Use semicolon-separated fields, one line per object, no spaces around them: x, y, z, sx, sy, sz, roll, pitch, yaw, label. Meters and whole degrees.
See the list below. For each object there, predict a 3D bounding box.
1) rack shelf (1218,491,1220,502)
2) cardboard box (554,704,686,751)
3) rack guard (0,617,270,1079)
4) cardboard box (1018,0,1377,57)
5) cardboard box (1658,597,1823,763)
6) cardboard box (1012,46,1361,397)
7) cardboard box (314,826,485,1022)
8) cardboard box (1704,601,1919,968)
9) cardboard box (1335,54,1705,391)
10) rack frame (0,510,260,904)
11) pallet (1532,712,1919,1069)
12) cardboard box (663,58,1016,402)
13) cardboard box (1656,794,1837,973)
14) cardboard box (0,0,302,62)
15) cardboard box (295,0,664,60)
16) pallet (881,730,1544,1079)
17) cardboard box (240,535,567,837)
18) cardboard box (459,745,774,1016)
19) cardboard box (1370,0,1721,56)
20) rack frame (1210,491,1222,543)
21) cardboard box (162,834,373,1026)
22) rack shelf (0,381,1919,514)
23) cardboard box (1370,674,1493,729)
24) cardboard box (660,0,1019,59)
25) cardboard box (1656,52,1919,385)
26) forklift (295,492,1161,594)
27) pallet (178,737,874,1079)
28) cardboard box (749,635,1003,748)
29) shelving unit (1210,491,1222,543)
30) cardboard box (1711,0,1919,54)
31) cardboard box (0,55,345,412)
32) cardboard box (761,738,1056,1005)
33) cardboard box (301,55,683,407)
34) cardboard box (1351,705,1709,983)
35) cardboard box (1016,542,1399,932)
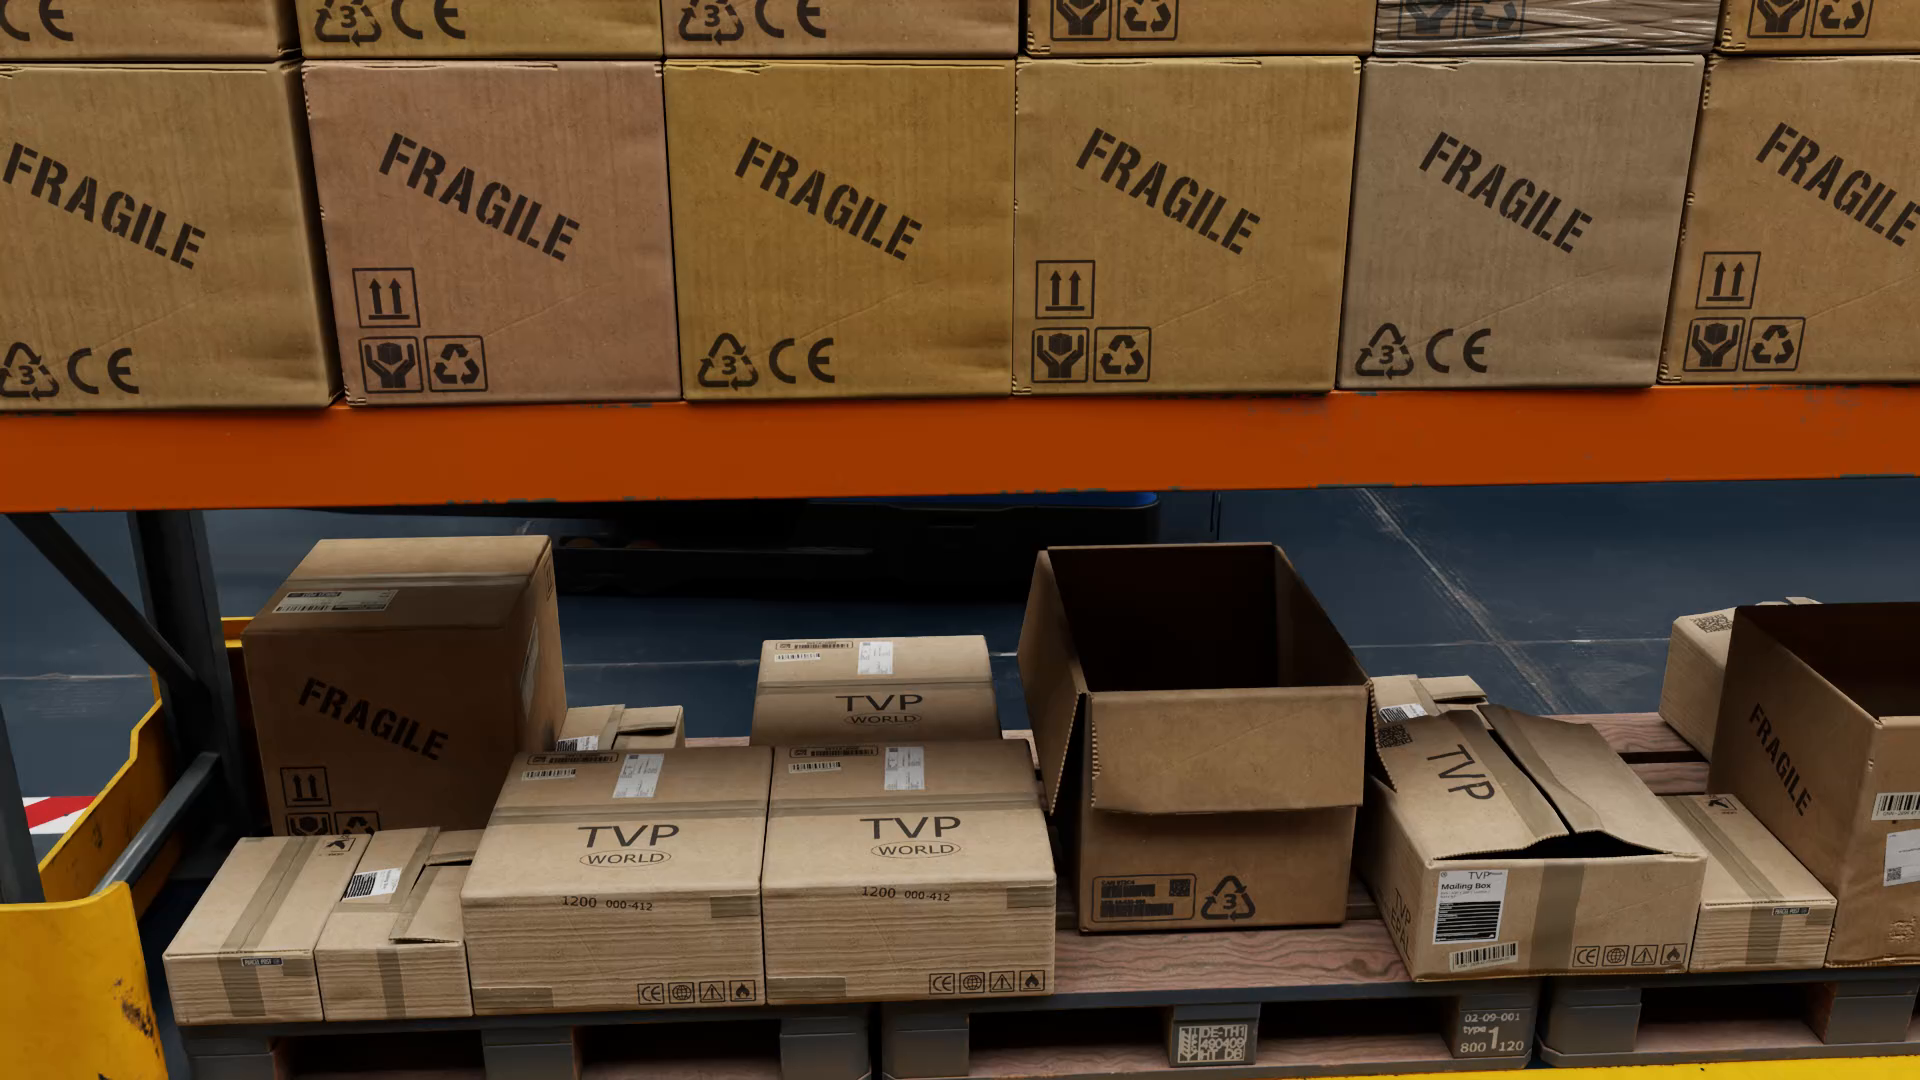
0.749;-0.206;5.496;0.200;0.077;0.258;1;21;3;rack shelf
-0.719;0.494;3.472;0.250;0.166;0.380;-1;21;-3;cardboard box
-1.581;0.617;3.299;0.348;0.500;1.175;-1;21;-3;rack guard
0.329;-1.012;2.517;0.500;0.500;0.500;-1;21;-4;cardboard box
1.905;0.351;3.643;0.500;0.311;0.500;-1;21;-3;cardboard box
0.316;-0.543;2.692;0.500;0.500;0.500;-1;21;-2;cardboard box
-0.970;0.677;2.991;0.250;0.166;0.380;-1;21;-3;cardboard box
1.784;0.444;3.135;0.500;0.500;0.500;-1;21;-3;cardboard box
0.825;-0.555;2.721;0.500;0.500;0.500;-1;21;-2;cardboard box
-1.657;-0.550;2.850;0.127;3.000;1.000;-1;21;-3;rack frame
1.651;0.686;3.524;1.213;0.211;1.003;-1;21;-3;pallet
-0.183;-0.534;2.666;0.500;0.500;0.500;-1;21;-3;cardboard box
1.413;0.637;3.121;0.250;0.149;0.380;-1;21;-3;cardboard box
-1.199;-0.979;2.432;0.500;0.500;0.500;-1;21;-1;cardboard box
-0.678;-0.993;2.467;0.500;0.500;0.500;-1;21;-2;cardboard box
0.430;0.711;3.456;1.213;0.211;1.003;-1;21;-3;pallet
-1.128;0.314;3.475;0.500;0.500;0.500;-1;21;-3;cardboard box
-0.599;0.609;3.052;0.500;0.250;0.500;-1;21;-3;cardboard box
0.832;-1.022;2.543;0.500;0.500;0.500;-1;21;-3;cardboard box
0.851;-0.403;5.414;0.006;0.900;0.240;1;21;3;rack frame
-1.219;0.690;2.981;0.250;0.149;0.380;-1;21;-3;cardboard box
0.340;-0.254;3.085;4.000;0.370;1.077;-1;21;-3;rack shelf
1.042;0.440;3.613;0.250;0.166;0.380;-1;21;-3;cardboard box
-0.178;-1.001;2.489;0.500;0.500;0.500;-1;21;-2;cardboard box
1.337;-0.566;2.751;0.500;0.500;0.500;-1;21;-2;cardboard box
-0.874;-1.388;5.147;3.031;2.935;1.130;1;21;3;forklift
-0.785;0.735;3.394;1.213;0.211;1.003;-1;21;-3;pallet
-0.178;0.422;3.542;0.500;0.250;0.500;-1;21;-3;cardboard box
0.749;-0.405;5.420;0.210;0.900;0.258;1;21;3;shelving unit
1.335;-1.032;2.569;0.500;0.500;0.500;-2;21;-4;cardboard box
-1.199;-0.512;2.610;0.500;0.500;0.500;-1;21;-2;cardboard box
-0.100;0.599;3.079;0.500;0.250;0.500;-1;21;-3;cardboard box
-0.684;-0.524;2.642;0.500;0.500;0.500;-1;21;-4;cardboard box
1.035;0.547;3.128;0.500;0.311;0.500;-1;21;-3;cardboard box
0.461;0.370;3.324;0.637;0.503;0.797;-1;21;-3;cardboard box
